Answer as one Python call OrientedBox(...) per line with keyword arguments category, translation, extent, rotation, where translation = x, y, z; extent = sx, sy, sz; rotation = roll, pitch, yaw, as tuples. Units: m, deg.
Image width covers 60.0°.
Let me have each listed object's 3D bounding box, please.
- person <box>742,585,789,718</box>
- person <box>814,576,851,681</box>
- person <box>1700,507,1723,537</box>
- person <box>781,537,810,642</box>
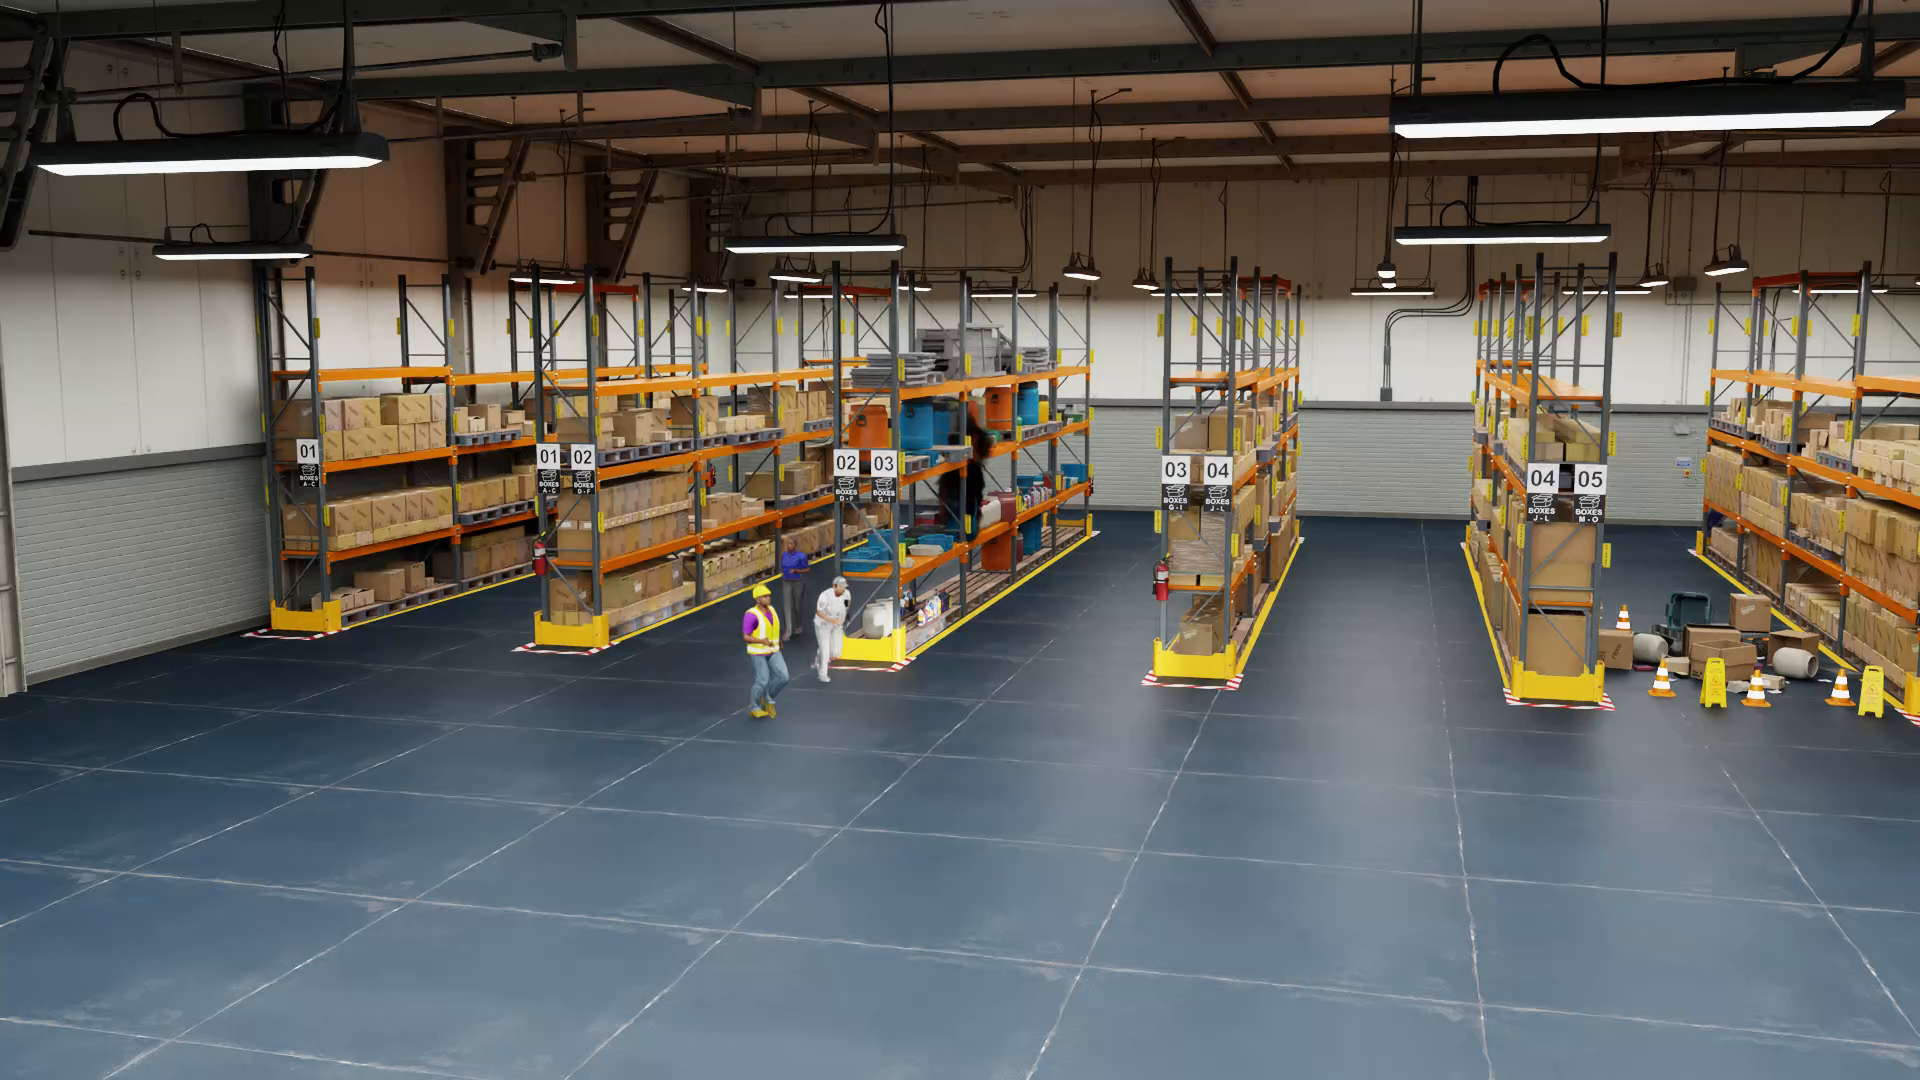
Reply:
OrientedBox(category="person", translation=(-2.472, 1.445, 21.268), extent=(0.657, 1.746, 0.672), rotation=(6, 10, 41))
OrientedBox(category="person", translation=(-1.799, 1.251, 23.738), extent=(0.617, 1.540, 0.798), rotation=(-5, 9, -33))
OrientedBox(category="person", translation=(17.326, -0.618, 38.117), extent=(0.693, 1.619, 0.614), rotation=(5, 9, 36))
OrientedBox(category="person", translation=(-2.671, 0.799, 26.889), extent=(0.546, 1.725, 0.742), rotation=(1, 7, 10))
